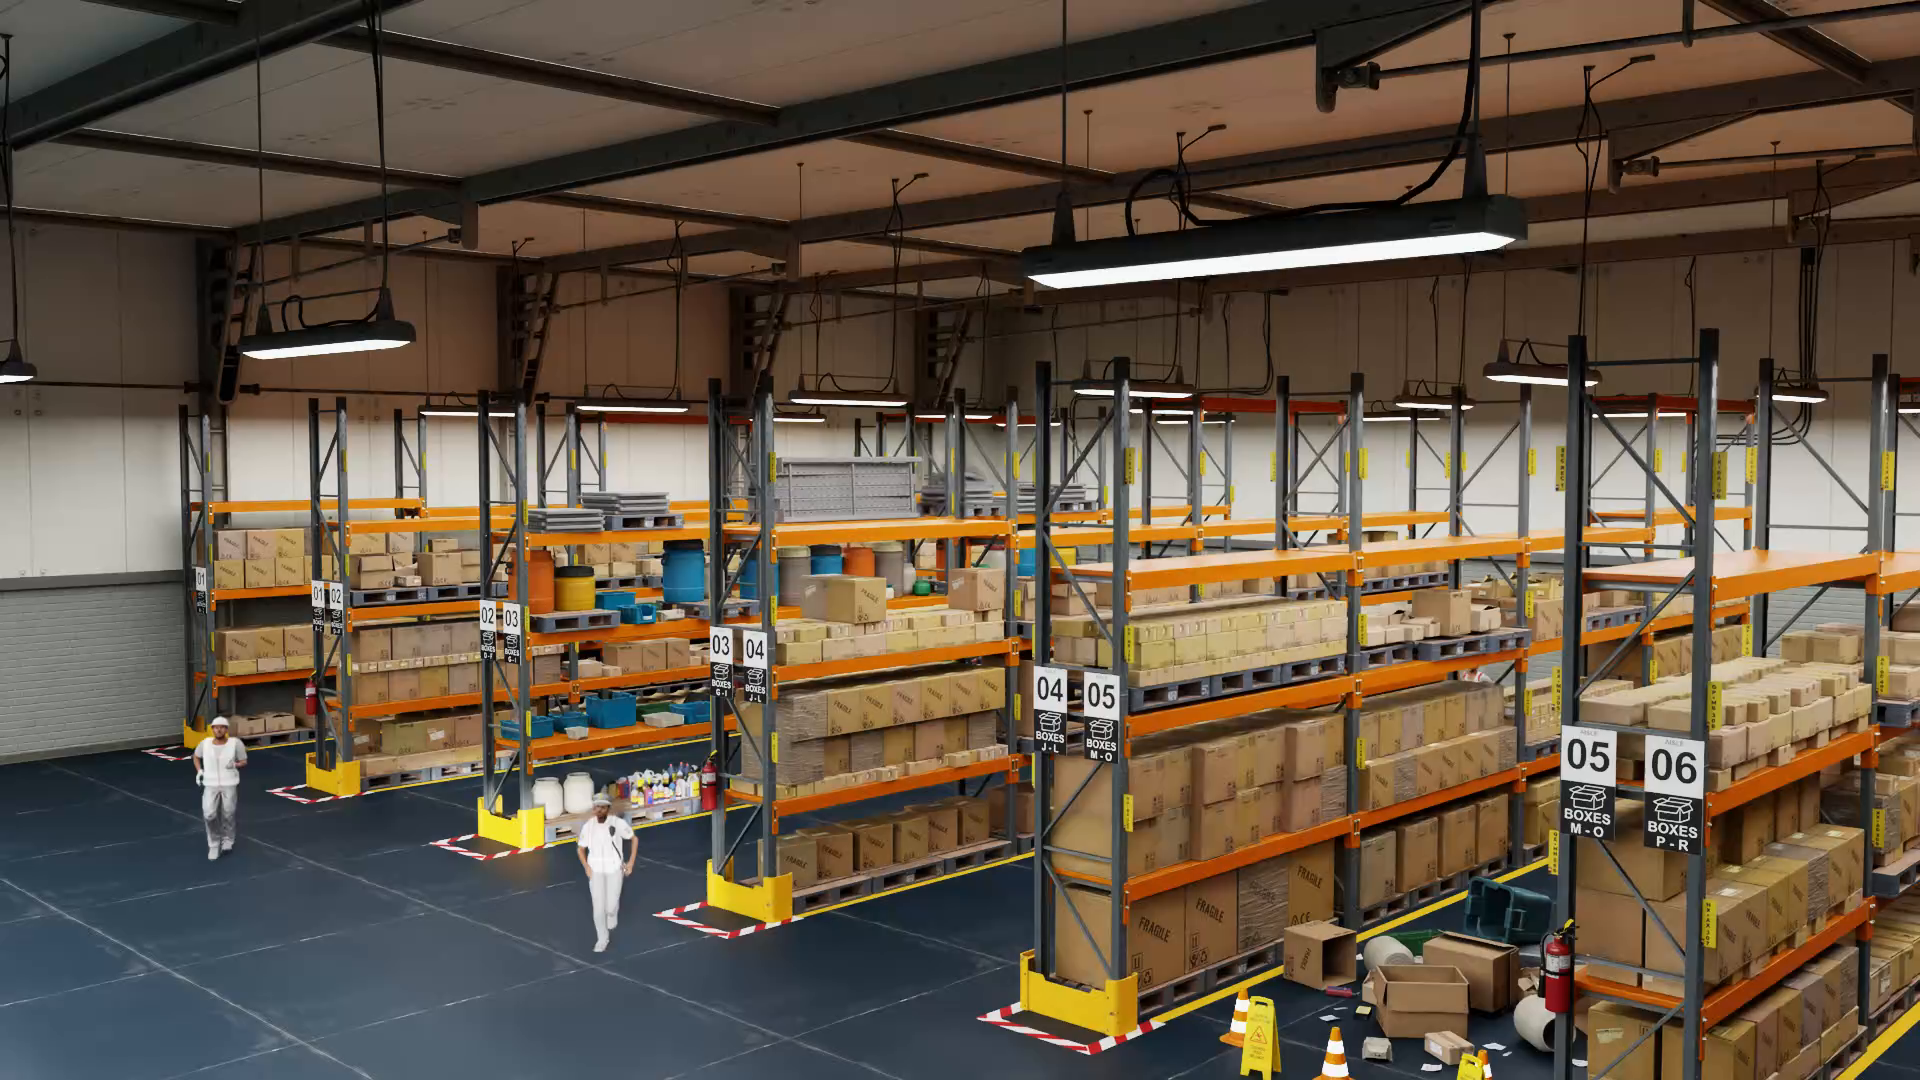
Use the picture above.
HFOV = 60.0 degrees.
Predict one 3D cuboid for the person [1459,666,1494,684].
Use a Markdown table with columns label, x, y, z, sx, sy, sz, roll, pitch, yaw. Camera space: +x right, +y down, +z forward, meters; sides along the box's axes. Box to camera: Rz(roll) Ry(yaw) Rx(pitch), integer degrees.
| label | x | y | z | sx | sy | sz | roll | pitch | yaw |
| --- | --- | --- | --- | --- | --- | --- | --- | --- | --- |
| person | 8.615 | 2.816 | 27.902 | 0.737 | 1.764 | 0.682 | -3 | 4 | -43 |

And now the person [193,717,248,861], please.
| label | x | y | z | sx | sy | sz | roll | pitch | yaw |
| --- | --- | --- | --- | --- | --- | --- | --- | --- | --- |
| person | -9.426 | 3.165 | 21.182 | 0.657 | 1.820 | 0.693 | -1 | 3 | -19 |

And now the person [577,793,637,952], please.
| label | x | y | z | sx | sy | sz | roll | pitch | yaw |
| --- | --- | --- | --- | --- | --- | --- | --- | --- | --- |
| person | -3.671 | 3.437 | 17.285 | 0.604 | 1.669 | 0.630 | 0 | 3 | -2 |
